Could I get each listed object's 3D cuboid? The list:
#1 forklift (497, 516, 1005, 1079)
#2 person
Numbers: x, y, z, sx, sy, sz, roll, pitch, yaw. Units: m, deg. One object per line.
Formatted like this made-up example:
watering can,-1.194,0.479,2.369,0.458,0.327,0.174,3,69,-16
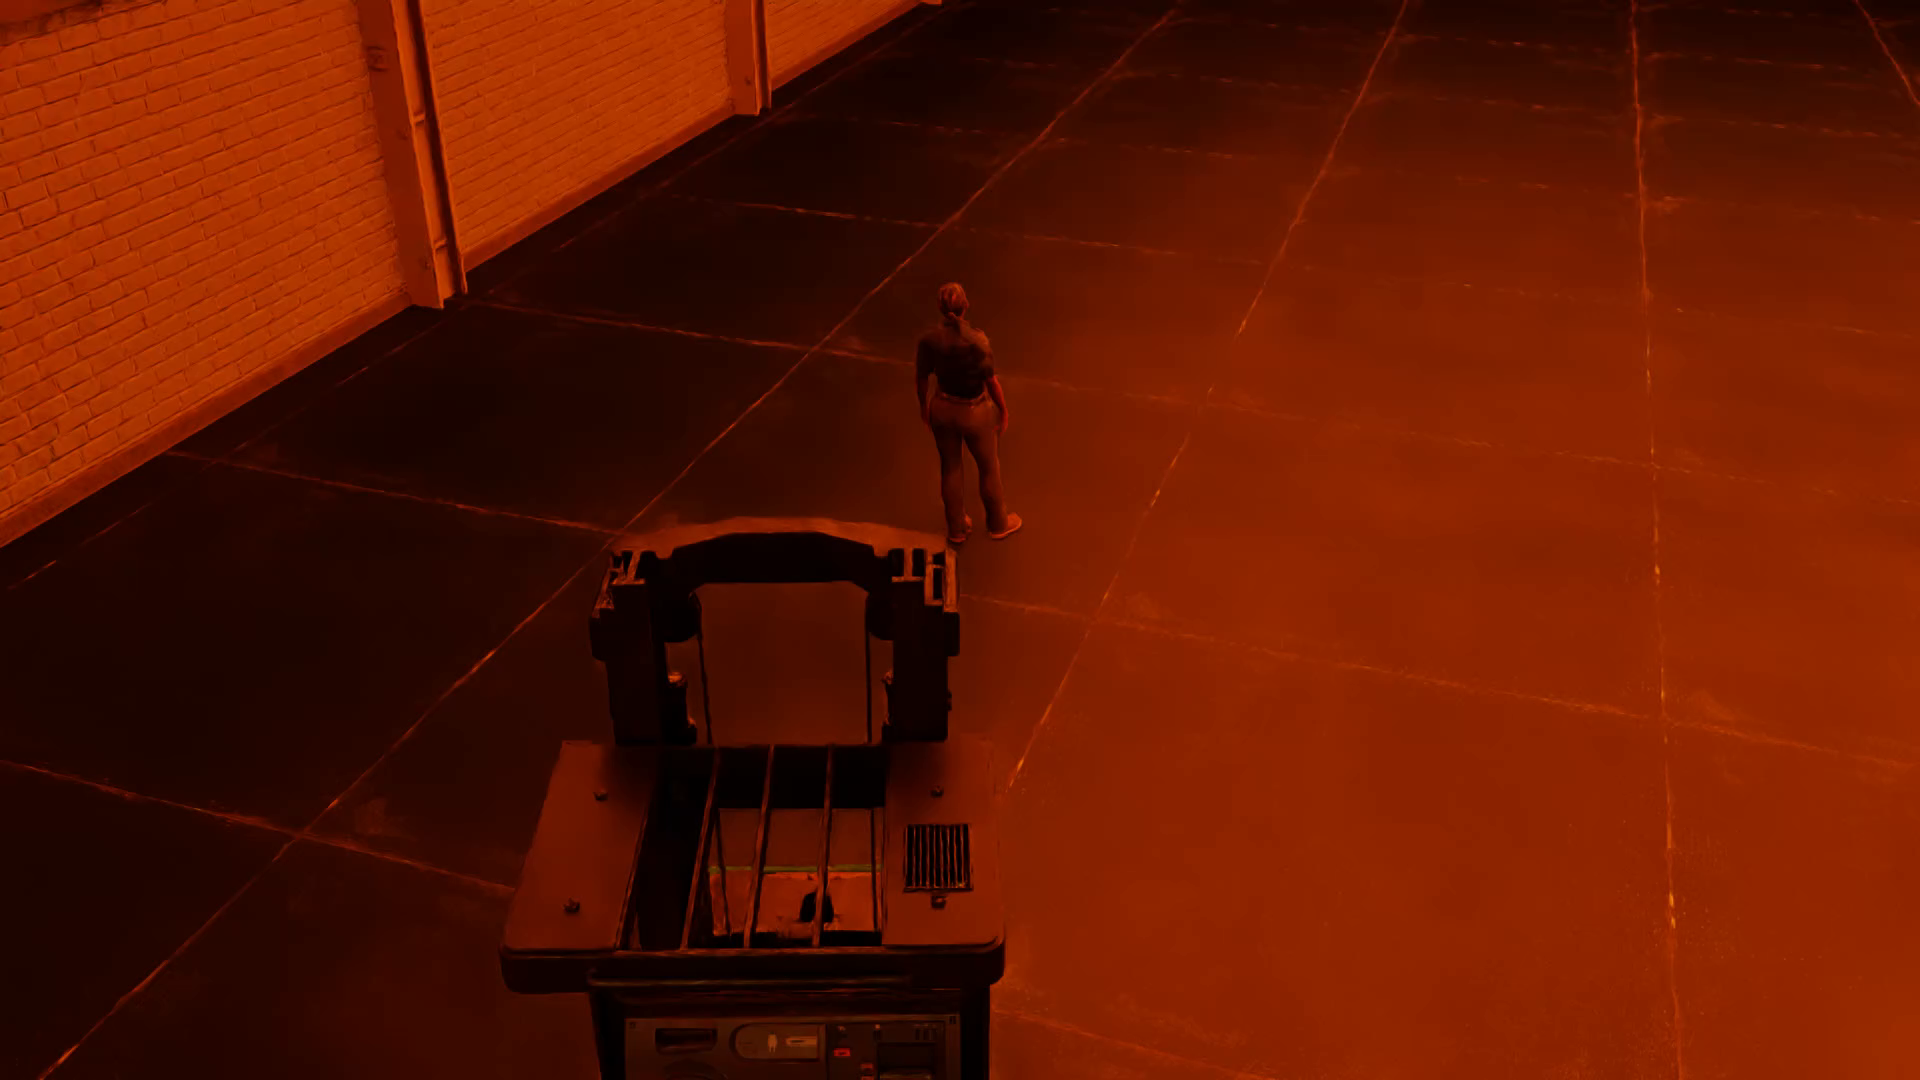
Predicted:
forklift,-0.455,1.540,4.435,1.130,2.935,3.031,-1,30,-1
person,0.047,-0.763,9.749,0.570,1.654,0.503,10,31,16
